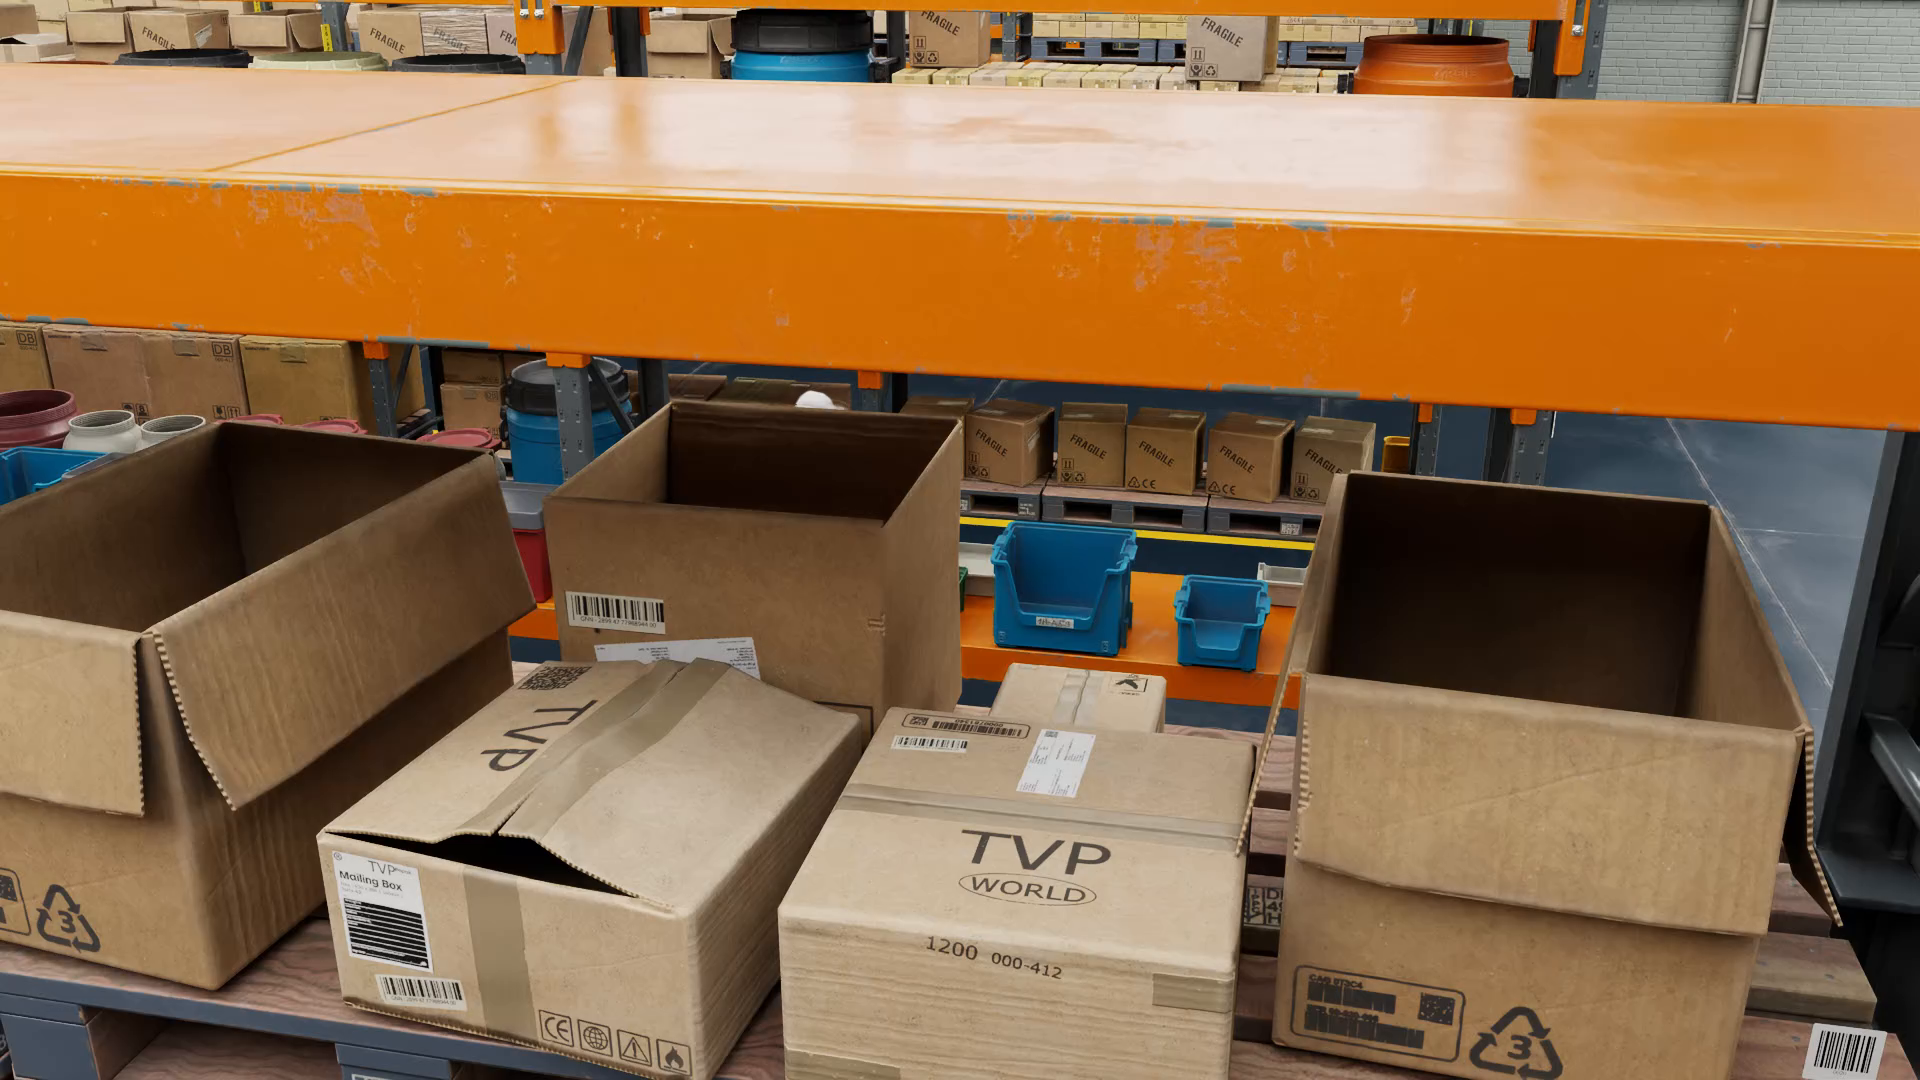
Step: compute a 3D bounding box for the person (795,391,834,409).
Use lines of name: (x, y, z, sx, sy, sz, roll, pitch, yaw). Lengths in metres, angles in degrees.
person: (-0.815, 0.007, 9.537, 0.456, 1.786, 0.558, 4, 22, 10)
